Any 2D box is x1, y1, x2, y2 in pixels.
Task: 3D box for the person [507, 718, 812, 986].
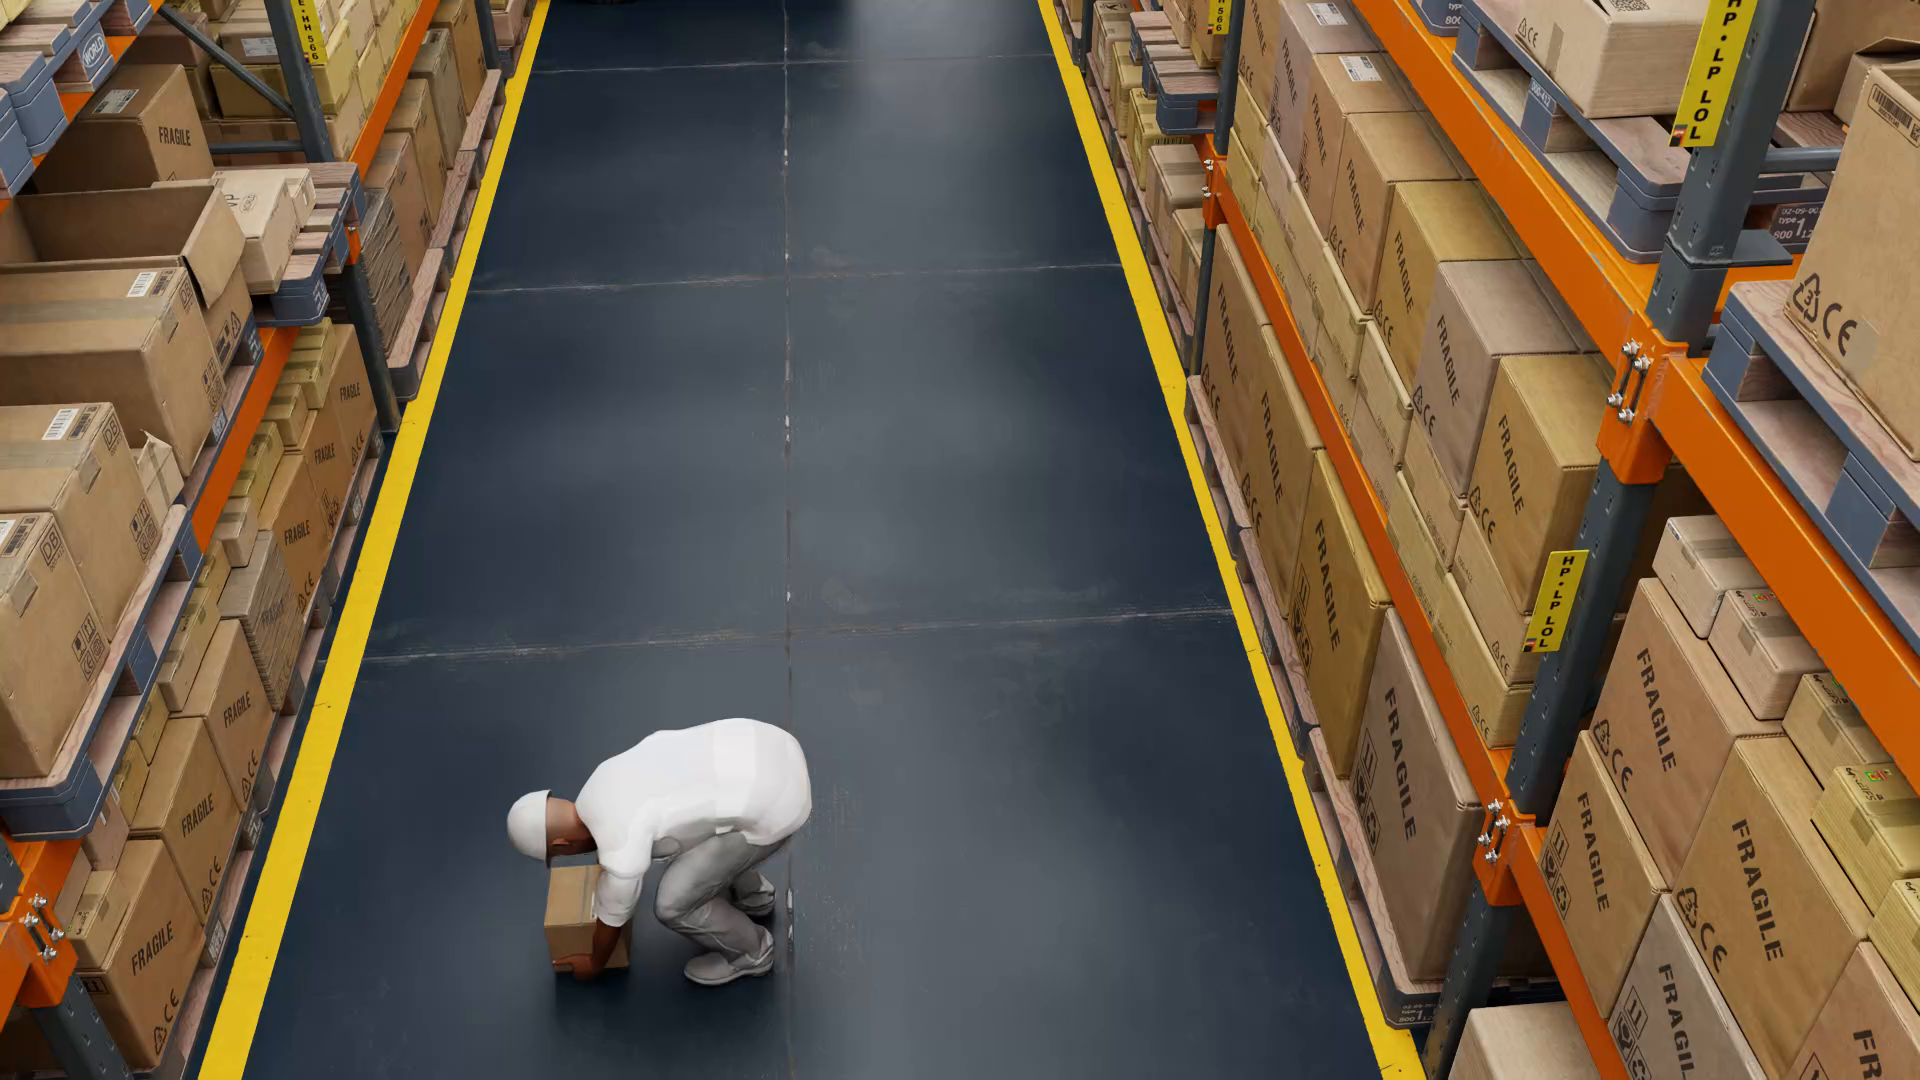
[{"bbox_3d":[-0.967,1.040,5.502,0.974,0.938,0.501,-5,39,-6],"label":"person"}]
